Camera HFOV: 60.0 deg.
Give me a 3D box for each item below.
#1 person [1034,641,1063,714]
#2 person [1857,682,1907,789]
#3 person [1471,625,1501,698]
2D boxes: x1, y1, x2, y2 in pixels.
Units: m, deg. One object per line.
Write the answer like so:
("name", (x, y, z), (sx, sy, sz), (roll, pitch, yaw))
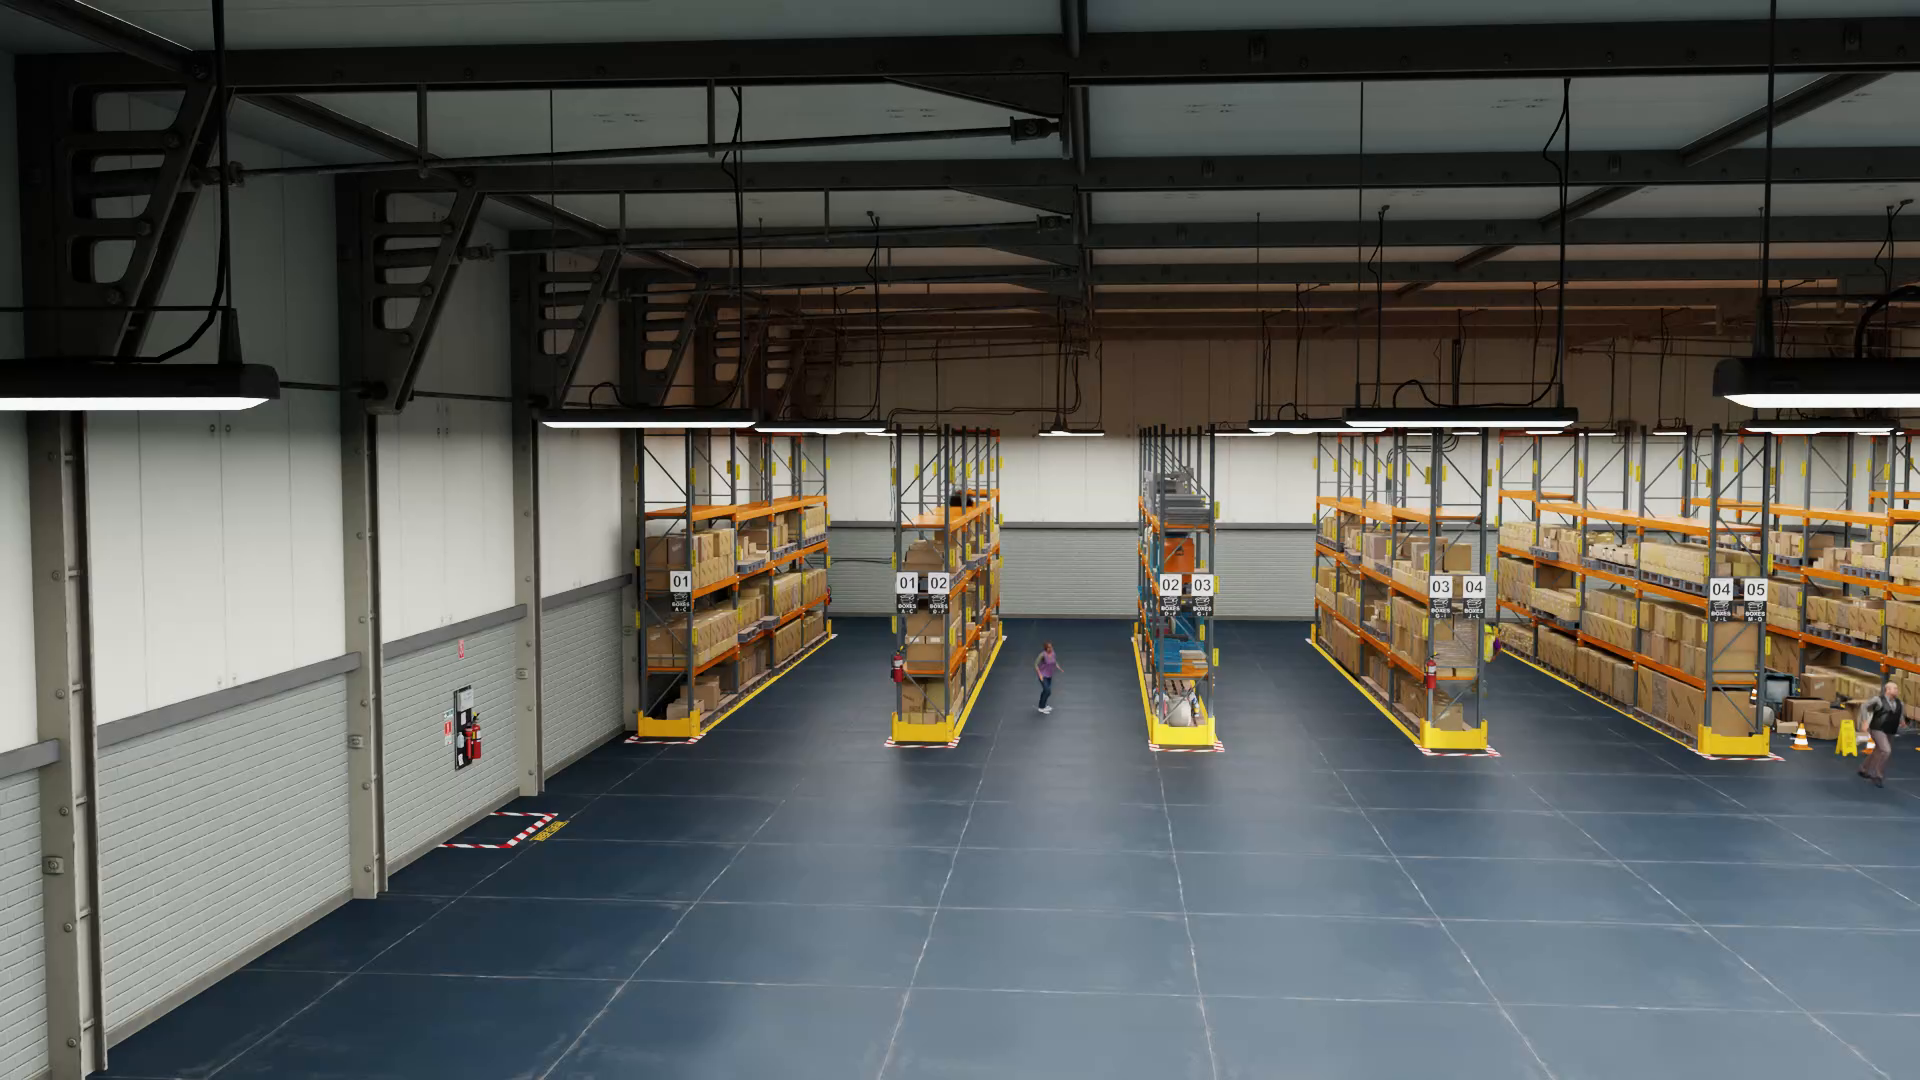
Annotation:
("person", (1.828, 2.862, 34.771), (0.748, 1.538, 0.589), (3, 5, 44))
("person", (15.218, 3.185, 27.456), (0.716, 1.693, 0.833), (-1, 4, -14))
("person", (11.592, 2.651, 36.965), (0.708, 1.610, 1.085), (0, 3, 4))
